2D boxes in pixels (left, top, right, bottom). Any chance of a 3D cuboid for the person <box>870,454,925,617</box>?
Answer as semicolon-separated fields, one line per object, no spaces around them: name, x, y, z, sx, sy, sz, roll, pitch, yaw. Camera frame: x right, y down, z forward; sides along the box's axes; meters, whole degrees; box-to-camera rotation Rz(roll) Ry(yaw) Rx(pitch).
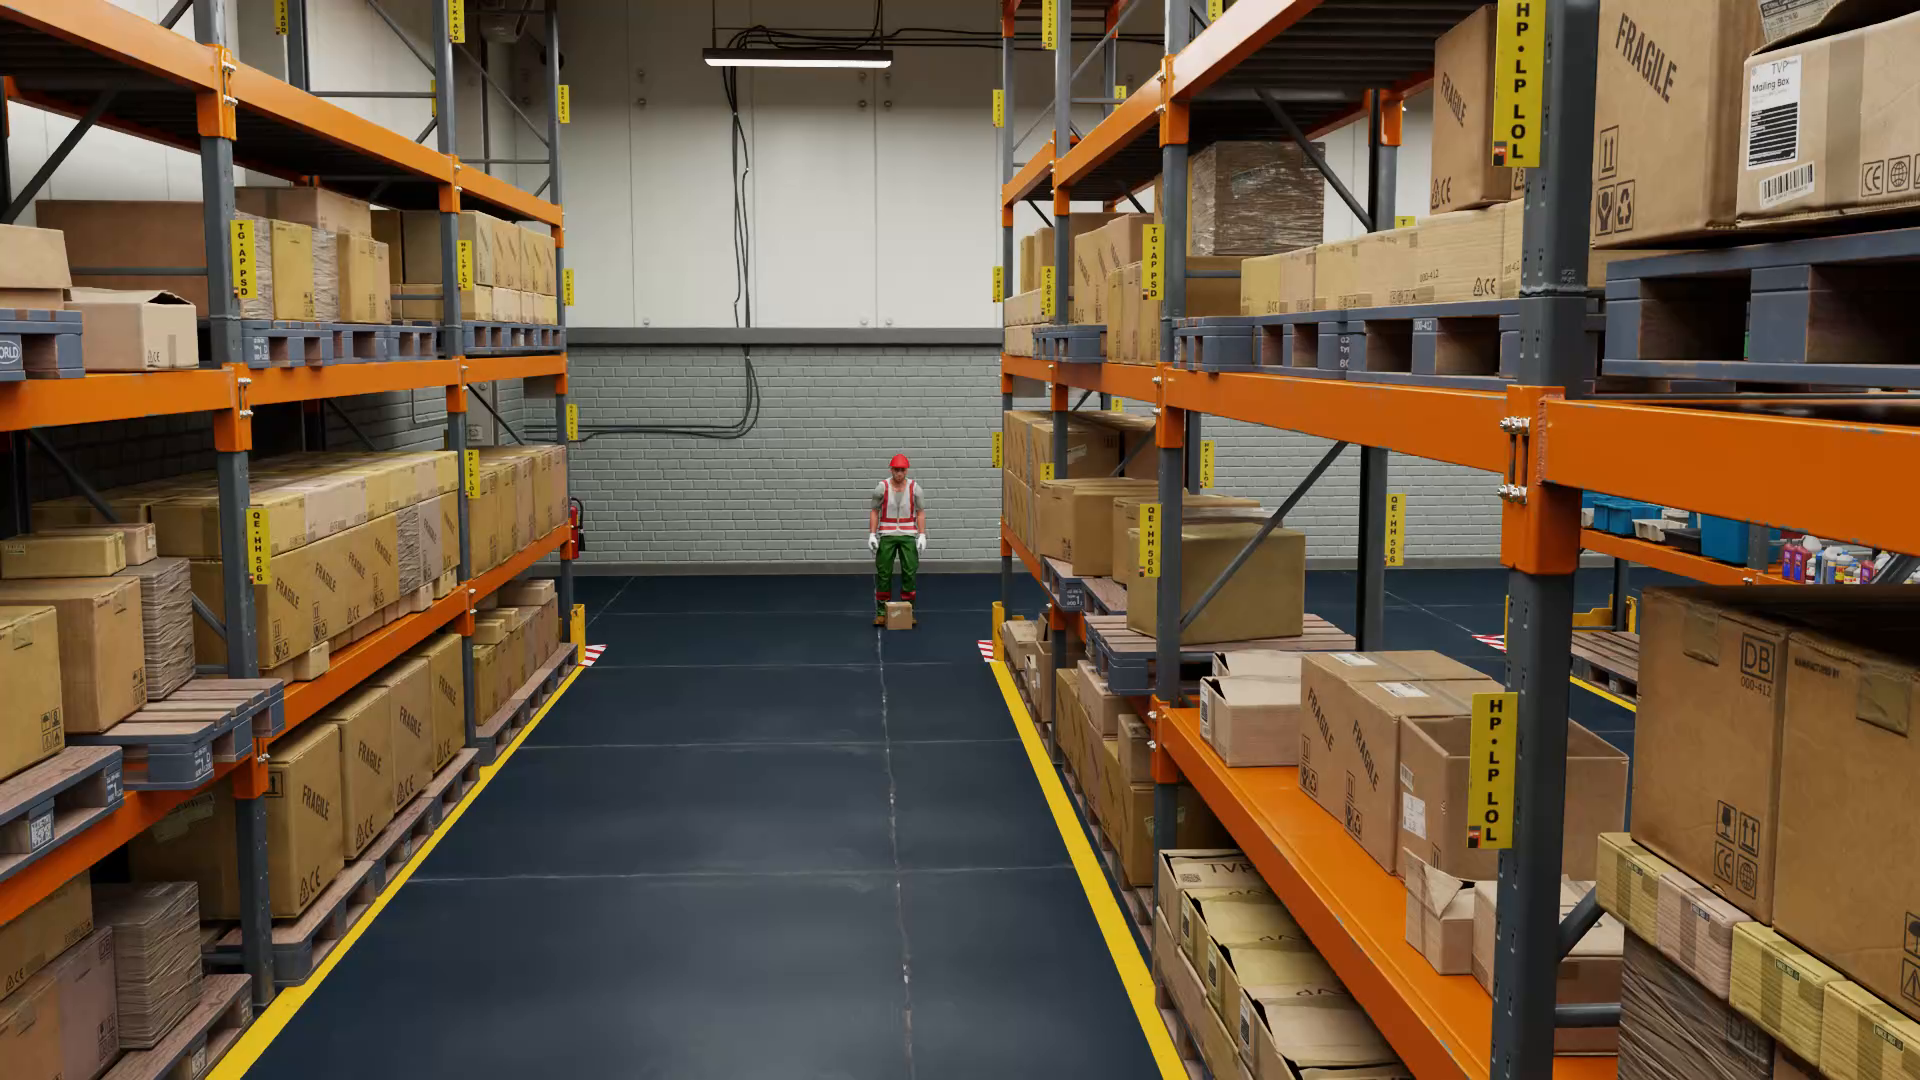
person;-0.646;-0.036;17.232;0.568;1.720;0.453;0;7;-4
